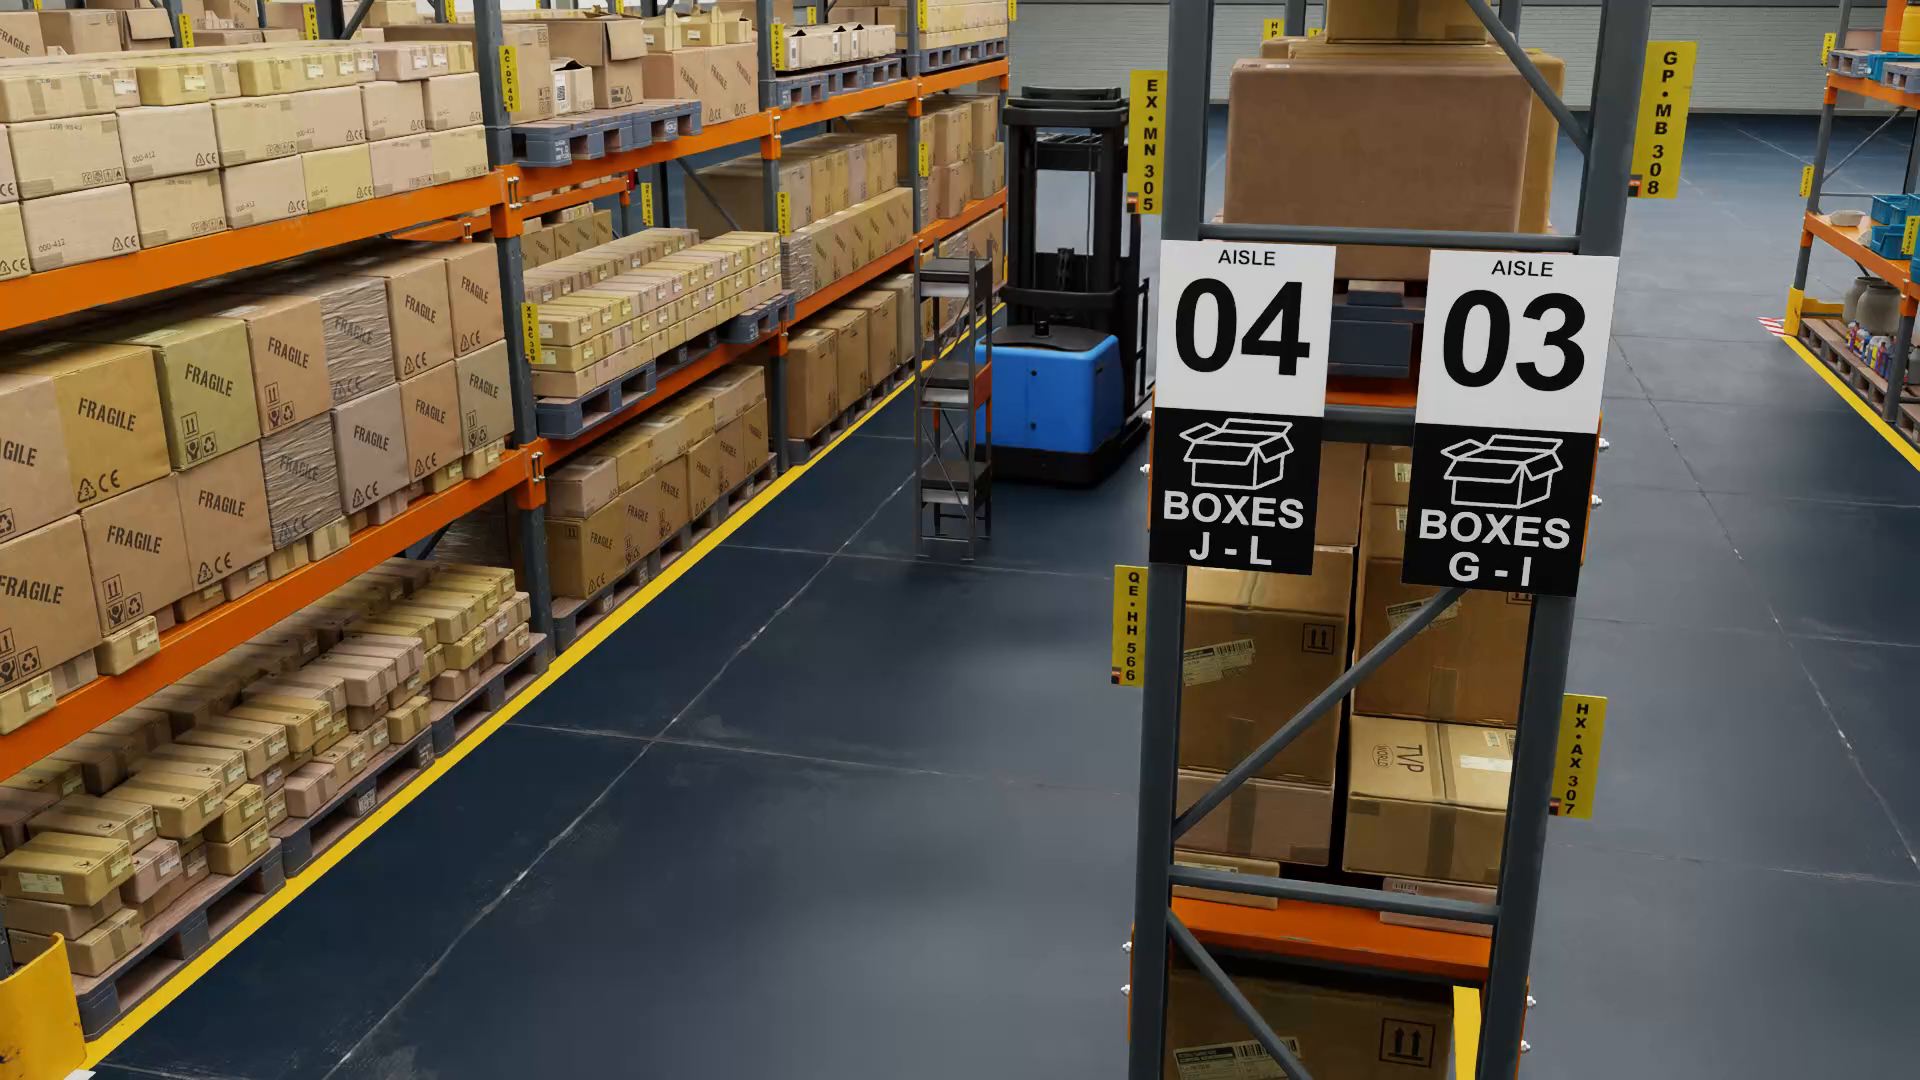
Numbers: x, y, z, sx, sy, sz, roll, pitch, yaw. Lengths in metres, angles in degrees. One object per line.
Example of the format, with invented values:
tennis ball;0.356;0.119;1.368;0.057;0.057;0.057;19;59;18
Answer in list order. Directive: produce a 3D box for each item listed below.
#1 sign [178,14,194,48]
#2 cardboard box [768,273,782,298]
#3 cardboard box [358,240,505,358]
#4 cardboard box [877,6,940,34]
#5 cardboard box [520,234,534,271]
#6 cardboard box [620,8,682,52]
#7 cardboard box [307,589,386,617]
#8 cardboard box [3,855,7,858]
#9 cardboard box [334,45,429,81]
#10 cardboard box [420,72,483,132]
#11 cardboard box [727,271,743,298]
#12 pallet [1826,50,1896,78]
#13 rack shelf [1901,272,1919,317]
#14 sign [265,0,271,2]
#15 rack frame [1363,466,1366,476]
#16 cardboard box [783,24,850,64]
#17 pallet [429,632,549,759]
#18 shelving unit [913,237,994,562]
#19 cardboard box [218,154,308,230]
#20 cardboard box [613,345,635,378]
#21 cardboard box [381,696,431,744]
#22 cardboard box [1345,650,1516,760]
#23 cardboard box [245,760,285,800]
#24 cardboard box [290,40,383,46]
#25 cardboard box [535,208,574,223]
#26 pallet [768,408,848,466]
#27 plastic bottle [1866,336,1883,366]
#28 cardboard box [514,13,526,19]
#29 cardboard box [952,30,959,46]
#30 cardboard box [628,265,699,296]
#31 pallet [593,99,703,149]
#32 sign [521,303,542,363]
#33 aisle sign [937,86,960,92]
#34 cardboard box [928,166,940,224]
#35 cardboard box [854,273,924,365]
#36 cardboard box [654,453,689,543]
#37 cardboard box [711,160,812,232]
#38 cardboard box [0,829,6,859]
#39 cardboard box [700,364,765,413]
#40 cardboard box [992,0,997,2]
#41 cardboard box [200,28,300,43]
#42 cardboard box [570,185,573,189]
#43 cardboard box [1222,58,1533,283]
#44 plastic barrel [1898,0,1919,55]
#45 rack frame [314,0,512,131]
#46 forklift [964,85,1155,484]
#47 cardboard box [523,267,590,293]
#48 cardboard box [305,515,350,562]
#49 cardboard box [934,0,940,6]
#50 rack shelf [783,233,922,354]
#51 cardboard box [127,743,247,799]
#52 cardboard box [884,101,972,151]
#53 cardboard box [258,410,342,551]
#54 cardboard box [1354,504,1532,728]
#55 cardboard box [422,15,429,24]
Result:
sign;-6.156;-4.016;13.242;0.100;0.325;0.005;5;19;13
cardboard box;-1.542;-1.891;12.321;0.380;0.149;0.250;5;19;14
cardboard box;-2.698;-1.241;8.517;0.500;0.500;0.500;4;19;11
cardboard box;-0.499;-5.122;16.370;0.500;0.250;0.500;5;19;14
cardboard box;-5.190;-3.200;18.858;0.500;0.500;0.500;5;20;16
cardboard box;-2.009;-3.279;10.667;0.396;0.266;0.258;5;19;13
cardboard box;-3.269;0.377;8.783;0.380;0.149;0.250;4;19;13
cardboard box;-3.854;1.250;6.689;0.380;0.149;0.250;4;19;12
cardboard box;-2.730;-2.239;7.802;0.380;0.149;0.250;5;19;13
cardboard box;-2.711;-2.168;8.213;0.500;0.250;0.500;4;19;11
cardboard box;-1.734;-1.787;11.557;0.380;0.149;0.250;5;19;14
pallet;9.378;-4.773;16.673;1.003;0.211;1.213;5;19;13
rack shelf;8.209;-1.474;12.475;1.077;0.370;4.000;5;19;13
sign;-9.029;-7.013;21.691;0.100;0.325;0.005;5;19;13
rack frame;1.940;-0.325;7.998;1.000;3.000;0.127;5;19;13
cardboard box;-1.230;-4.153;13.898;0.500;0.311;0.500;4;19;12
pallet;-2.975;0.785;9.063;1.003;0.211;1.213;5;19;13
shelving unit;-0.040;-0.942;11.196;0.431;2.100;0.503;5;19;13
cardboard box;-3.082;-1.451;6.888;0.500;0.250;0.500;5;19;13
cardboard box;-2.176;-1.080;9.949;0.380;0.149;0.250;5;19;14
cardboard box;-2.863;0.876;8.242;0.380;0.149;0.250;5;19;13
cardboard box;1.462;0.567;5.160;0.500;0.250;0.500;4;19;13
cardboard box;-3.209;1.044;7.292;0.380;0.149;0.250;4;19;11
cardboard box;-3.151;-2.450;8.420;0.380;0.149;0.250;4;19;12
cardboard box;-4.836;-3.875;19.832;0.380;0.149;0.250;6;20;16
pallet;-1.602;-0.923;14.064;1.003;0.211;1.213;5;19;13
plastic bottle;8.745;-1.797;15.841;0.152;0.276;0.135;5;19;14
cardboard box;-5.056;-5.778;18.478;0.380;0.149;0.250;4;19;13
cardboard box;-0.225;-5.209;17.240;0.380;0.149;0.250;4;19;13
cardboard box;-1.925;-1.687;10.804;0.380;0.149;0.250;5;20;15
pallet;-2.340;-2.589;10.277;1.213;0.211;1.003;5;19;13
sign;-2.317;-1.117;8.979;0.100;0.325;0.005;5;19;13
aisle sign;-0.187;-5.785;19.963;0.394;0.787;0.004;5;19;13
cardboard box;-0.699;-3.617;17.405;0.875;0.550;0.550;5;19;13
cardboard box;-0.955;-2.188;16.284;1.050;0.750;0.750;5;19;13
cardboard box;-2.165;-0.306;11.160;0.500;0.500;0.500;5;19;14
cardboard box;-1.626;-2.821;13.604;0.700;0.500;0.500;4;19;13
cardboard box;-3.939;1.189;6.408;0.380;0.149;0.250;5;19;14
cardboard box;-1.780;-1.137;12.434;0.500;0.250;0.500;4;19;12
cardboard box;0.209;-6.142;18.740;0.380;0.149;0.250;5;19;14
cardboard box;-6.347;-4.310;14.864;0.797;0.503;0.637;5;19;13
cardboard box;-4.892;-4.296;20.014;0.380;0.149;0.250;5;19;14
cardboard box;1.038;-0.951;4.232;0.700;0.500;0.500;3;19;10
plastic barrel;9.519;-5.035;16.205;0.600;0.588;0.600;0;19;0
rack frame;-2.845;-3.587;8.267;1.000;3.000;0.127;5;19;13
forklift;1.002;-2.258;13.765;1.130;2.935;3.031;6;20;18
cardboard box;-2.617;-1.659;10.723;0.380;0.149;0.250;4;19;11
cardboard box;-3.000;-0.026;7.510;0.380;0.149;0.250;5;19;14
cardboard box;-0.410;-5.347;16.411;0.380;0.149;0.250;4;19;13
rack shelf;-1.379;-2.288;14.859;1.077;0.370;4.000;5;19;13
cardboard box;-3.248;0.988;6.995;0.380;0.149;0.250;4;19;11
cardboard box;-0.355;-4.634;18.710;0.875;0.550;0.550;5;19;13
cardboard box;-3.088;-0.284;7.263;0.500;0.500;0.500;4;19;12
cardboard box;1.464;0.218;5.019;0.500;0.500;0.500;4;19;12
cardboard box;-5.860;-5.497;17.655;0.380;0.149;0.250;4;19;12
